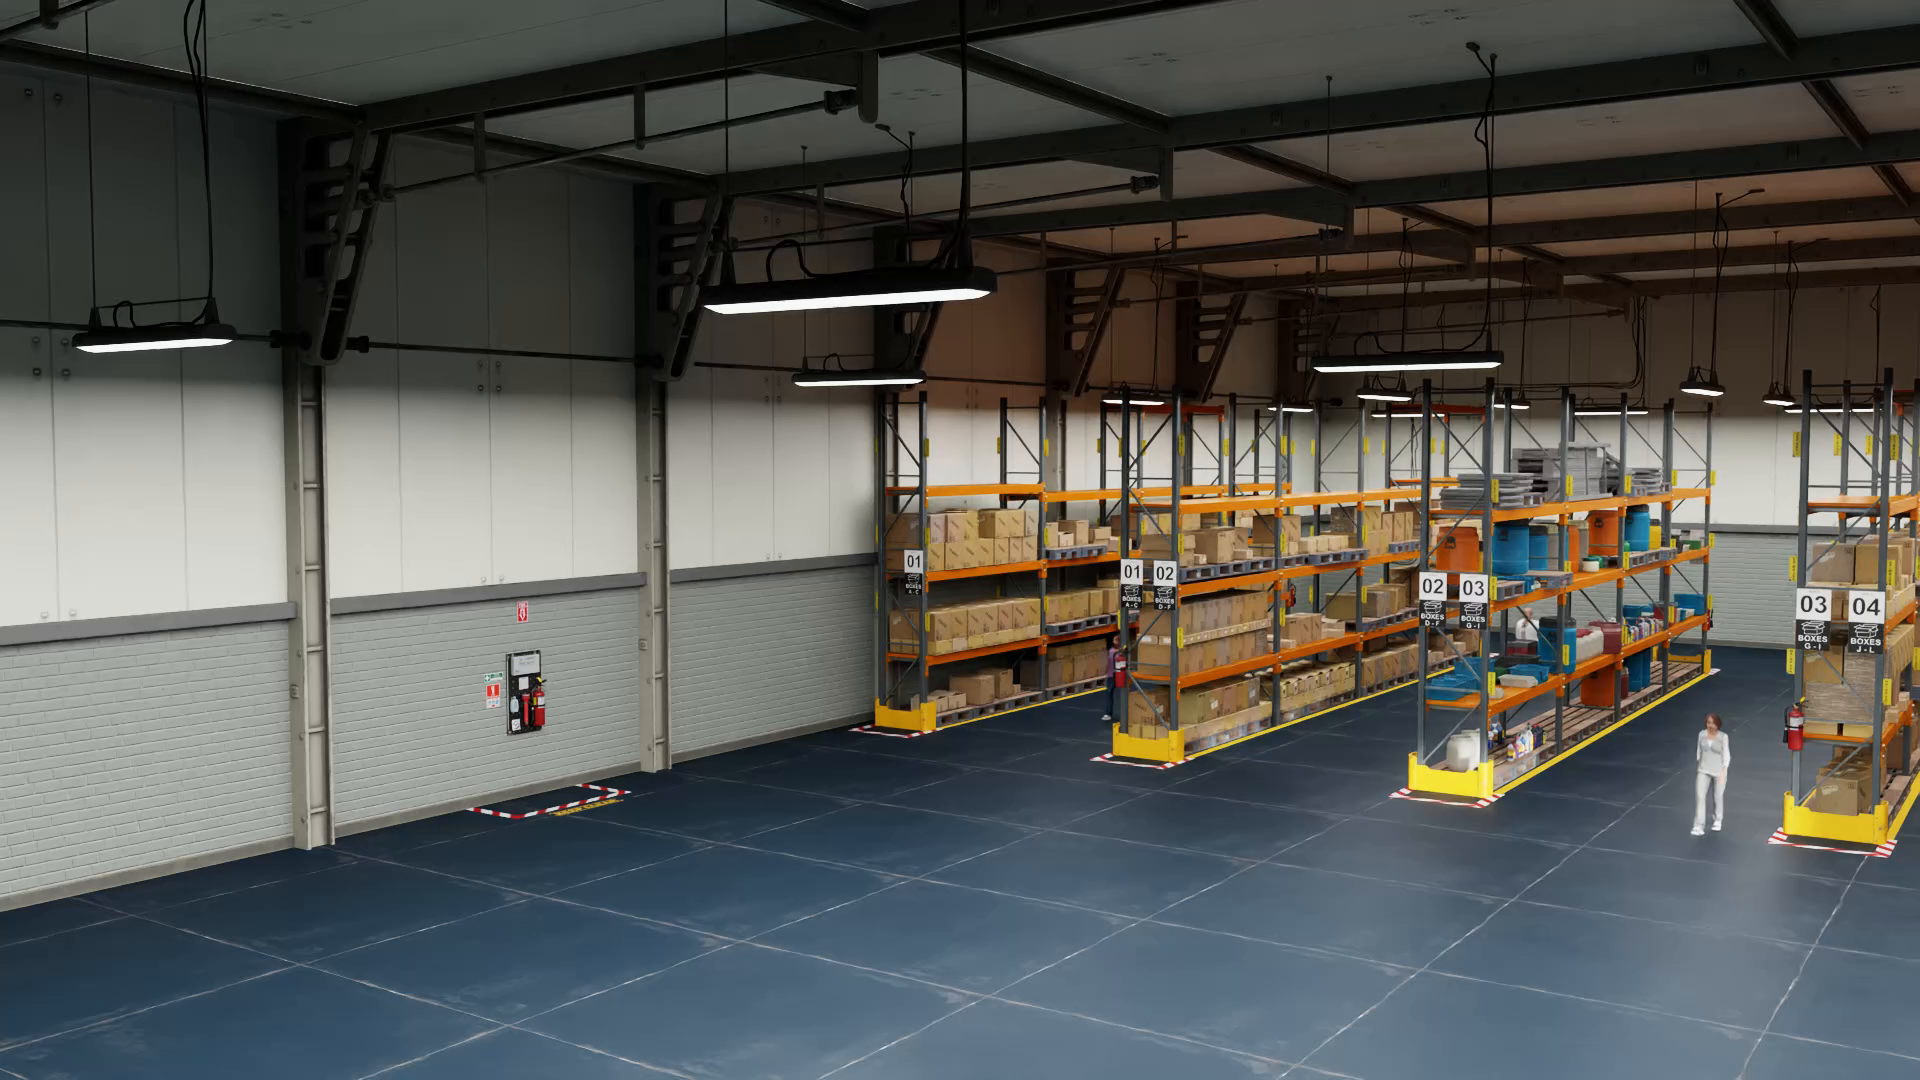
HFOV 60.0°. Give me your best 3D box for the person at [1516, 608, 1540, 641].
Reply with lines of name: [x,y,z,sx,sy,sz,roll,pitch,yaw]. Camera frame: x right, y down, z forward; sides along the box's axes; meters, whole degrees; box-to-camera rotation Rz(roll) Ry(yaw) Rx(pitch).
person: [11.510,2.199,33.706,0.599,1.666,0.855,3,4,43]

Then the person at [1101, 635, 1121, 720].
person: [2.913,2.526,30.626,0.397,1.513,1.008,2,4,26]

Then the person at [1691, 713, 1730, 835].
person: [9.692,3.015,21.433,0.426,1.555,0.907,2,4,34]
